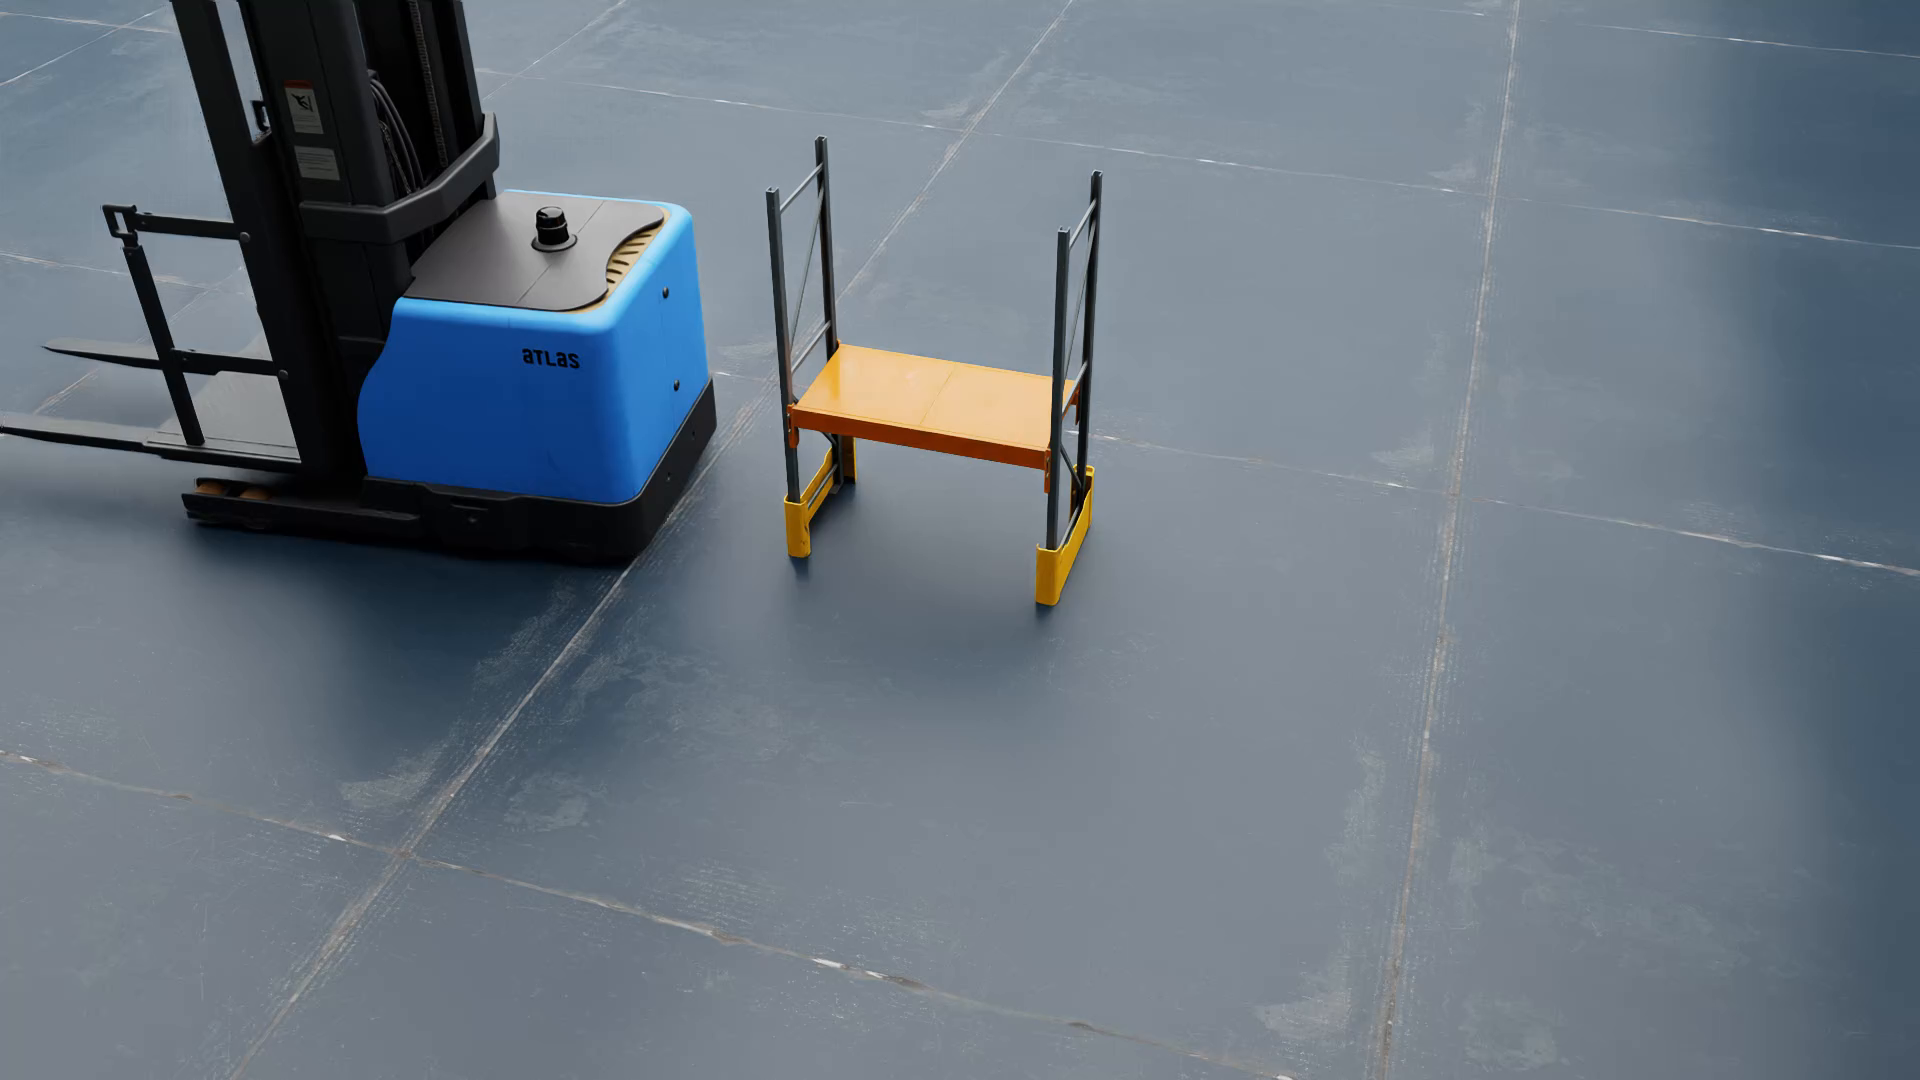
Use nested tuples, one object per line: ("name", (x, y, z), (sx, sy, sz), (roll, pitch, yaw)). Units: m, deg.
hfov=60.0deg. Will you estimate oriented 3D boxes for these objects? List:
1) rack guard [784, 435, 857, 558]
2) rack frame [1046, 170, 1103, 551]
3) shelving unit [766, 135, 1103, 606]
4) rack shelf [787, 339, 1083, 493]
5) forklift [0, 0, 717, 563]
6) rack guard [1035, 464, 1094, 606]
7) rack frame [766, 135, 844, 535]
("rack guard", (-0.548, -0.202, 6.599), (0.087, 0.250, 0.587), (10, 38, 14))
("rack frame", (0.404, -0.529, 5.989), (0.032, 1.500, 0.500), (10, 38, 14))
("shelving unit", (-0.073, -0.618, 6.109), (1.083, 1.500, 0.587), (10, 38, 14))
("rack shelf", (-0.081, -0.474, 6.217), (1.000, 0.185, 0.538), (10, 38, 14))
("forklift", (-2.601, -1.521, 6.129), (3.031, 2.935, 1.130), (7, 37, 9))
("rack guard", (0.403, -0.026, 6.360), (0.087, 0.250, 0.587), (10, 38, 14))
("rack frame", (-0.567, -0.709, 6.233), (0.032, 1.500, 0.500), (10, 38, 14))
